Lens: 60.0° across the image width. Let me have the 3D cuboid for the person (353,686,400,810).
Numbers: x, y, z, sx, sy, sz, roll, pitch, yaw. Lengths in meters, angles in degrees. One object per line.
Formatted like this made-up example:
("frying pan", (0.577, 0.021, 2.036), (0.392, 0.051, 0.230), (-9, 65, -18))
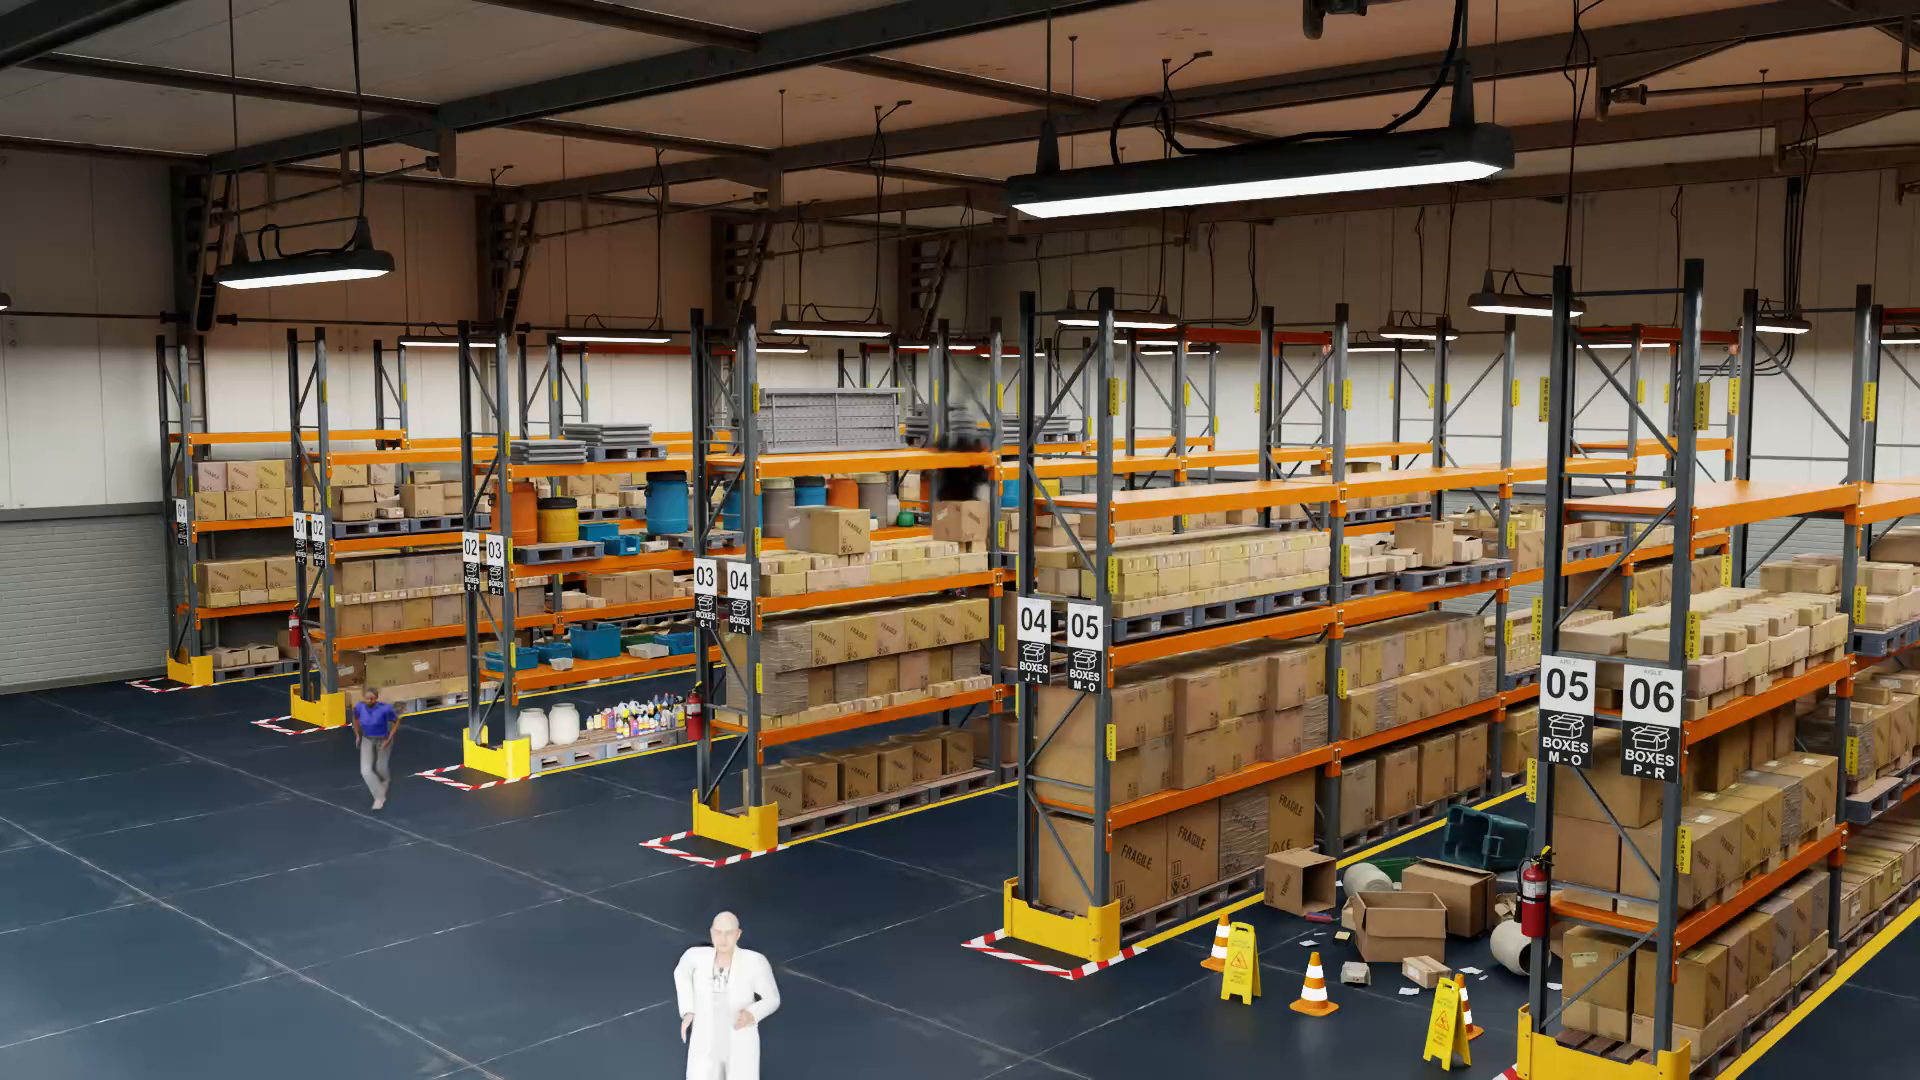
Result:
("person", (-7.174, 2.555, 20.524), (0.549, 1.475, 0.969), (-1, 5, -5))

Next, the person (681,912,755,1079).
("person", (-1.498, 3.266, 10.666), (0.668, 1.805, 1.040), (0, 5, -2))
